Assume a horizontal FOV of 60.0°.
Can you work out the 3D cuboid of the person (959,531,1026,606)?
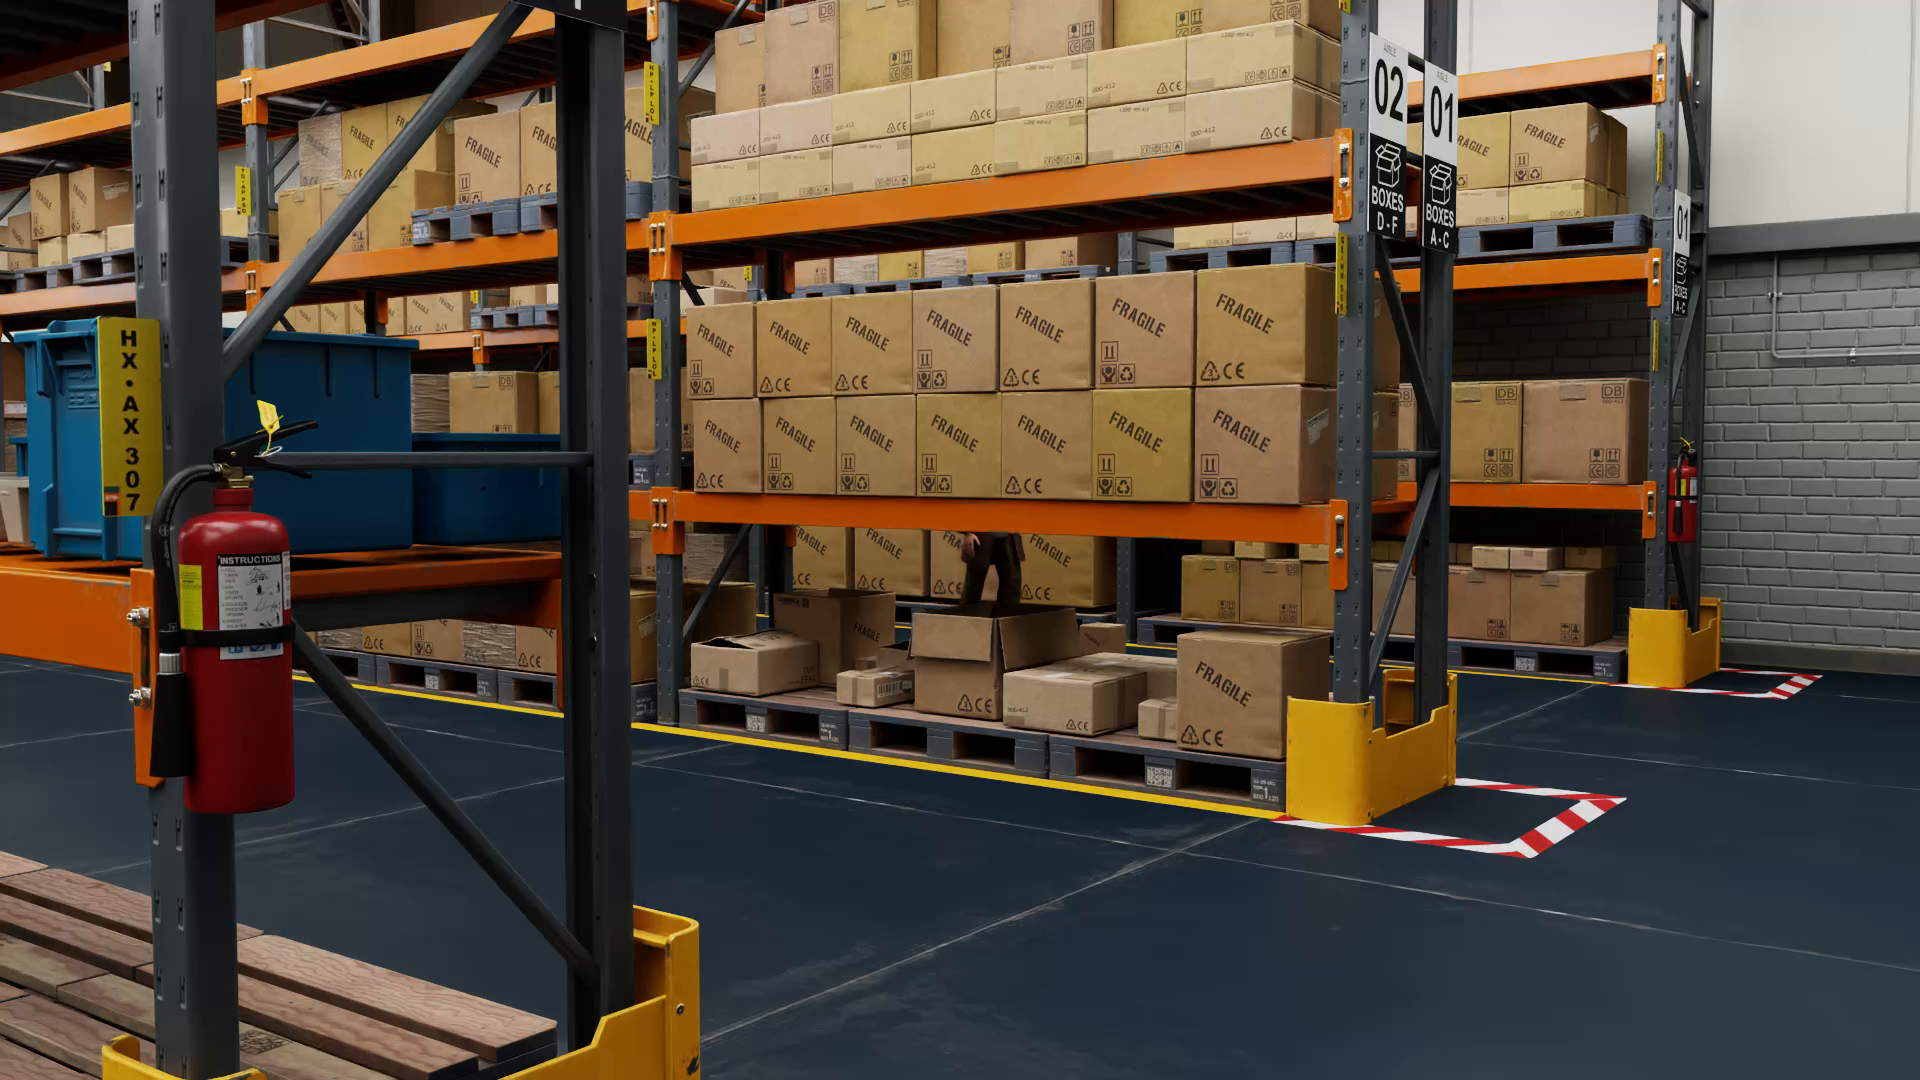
[{"bbox_3d":[0.240,-0.044,12.638,0.608,1.777,0.681,-2,4,-34],"label":"person"}]
